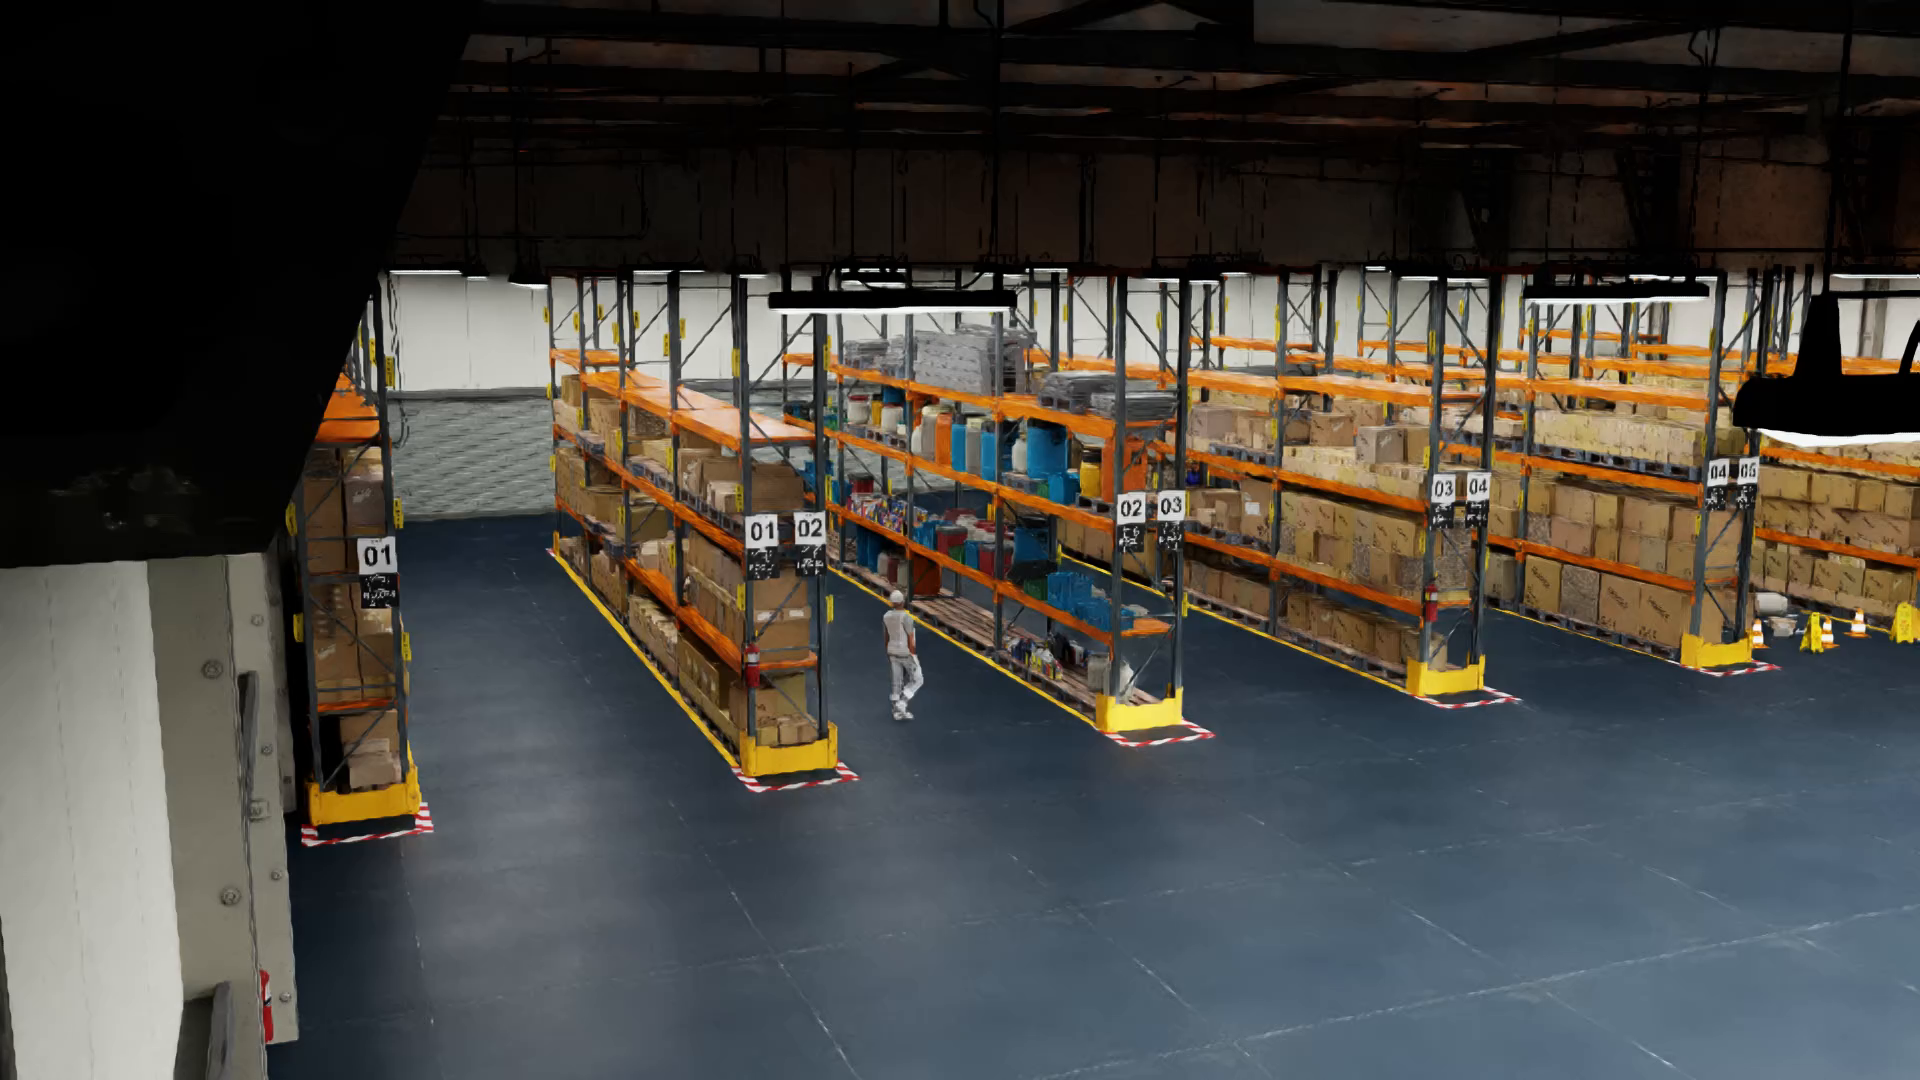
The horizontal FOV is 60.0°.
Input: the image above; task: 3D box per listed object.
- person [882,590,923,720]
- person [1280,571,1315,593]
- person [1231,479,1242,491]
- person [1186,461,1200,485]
[{"bbox_3d":[-0.807,1.564,22.519,0.594,1.786,0.443,8,13,40],"label":"person"},{"bbox_3d":[6.146,0.275,30.265,0.543,1.647,1.115,-3,10,-19],"label":"person"},{"bbox_3d":[6.919,-1.735,41.386,0.525,1.776,0.663,-3,10,-17],"label":"person"},{"bbox_3d":[5.248,-1.020,37.909,0.592,1.604,0.518,-4,11,-23],"label":"person"}]
